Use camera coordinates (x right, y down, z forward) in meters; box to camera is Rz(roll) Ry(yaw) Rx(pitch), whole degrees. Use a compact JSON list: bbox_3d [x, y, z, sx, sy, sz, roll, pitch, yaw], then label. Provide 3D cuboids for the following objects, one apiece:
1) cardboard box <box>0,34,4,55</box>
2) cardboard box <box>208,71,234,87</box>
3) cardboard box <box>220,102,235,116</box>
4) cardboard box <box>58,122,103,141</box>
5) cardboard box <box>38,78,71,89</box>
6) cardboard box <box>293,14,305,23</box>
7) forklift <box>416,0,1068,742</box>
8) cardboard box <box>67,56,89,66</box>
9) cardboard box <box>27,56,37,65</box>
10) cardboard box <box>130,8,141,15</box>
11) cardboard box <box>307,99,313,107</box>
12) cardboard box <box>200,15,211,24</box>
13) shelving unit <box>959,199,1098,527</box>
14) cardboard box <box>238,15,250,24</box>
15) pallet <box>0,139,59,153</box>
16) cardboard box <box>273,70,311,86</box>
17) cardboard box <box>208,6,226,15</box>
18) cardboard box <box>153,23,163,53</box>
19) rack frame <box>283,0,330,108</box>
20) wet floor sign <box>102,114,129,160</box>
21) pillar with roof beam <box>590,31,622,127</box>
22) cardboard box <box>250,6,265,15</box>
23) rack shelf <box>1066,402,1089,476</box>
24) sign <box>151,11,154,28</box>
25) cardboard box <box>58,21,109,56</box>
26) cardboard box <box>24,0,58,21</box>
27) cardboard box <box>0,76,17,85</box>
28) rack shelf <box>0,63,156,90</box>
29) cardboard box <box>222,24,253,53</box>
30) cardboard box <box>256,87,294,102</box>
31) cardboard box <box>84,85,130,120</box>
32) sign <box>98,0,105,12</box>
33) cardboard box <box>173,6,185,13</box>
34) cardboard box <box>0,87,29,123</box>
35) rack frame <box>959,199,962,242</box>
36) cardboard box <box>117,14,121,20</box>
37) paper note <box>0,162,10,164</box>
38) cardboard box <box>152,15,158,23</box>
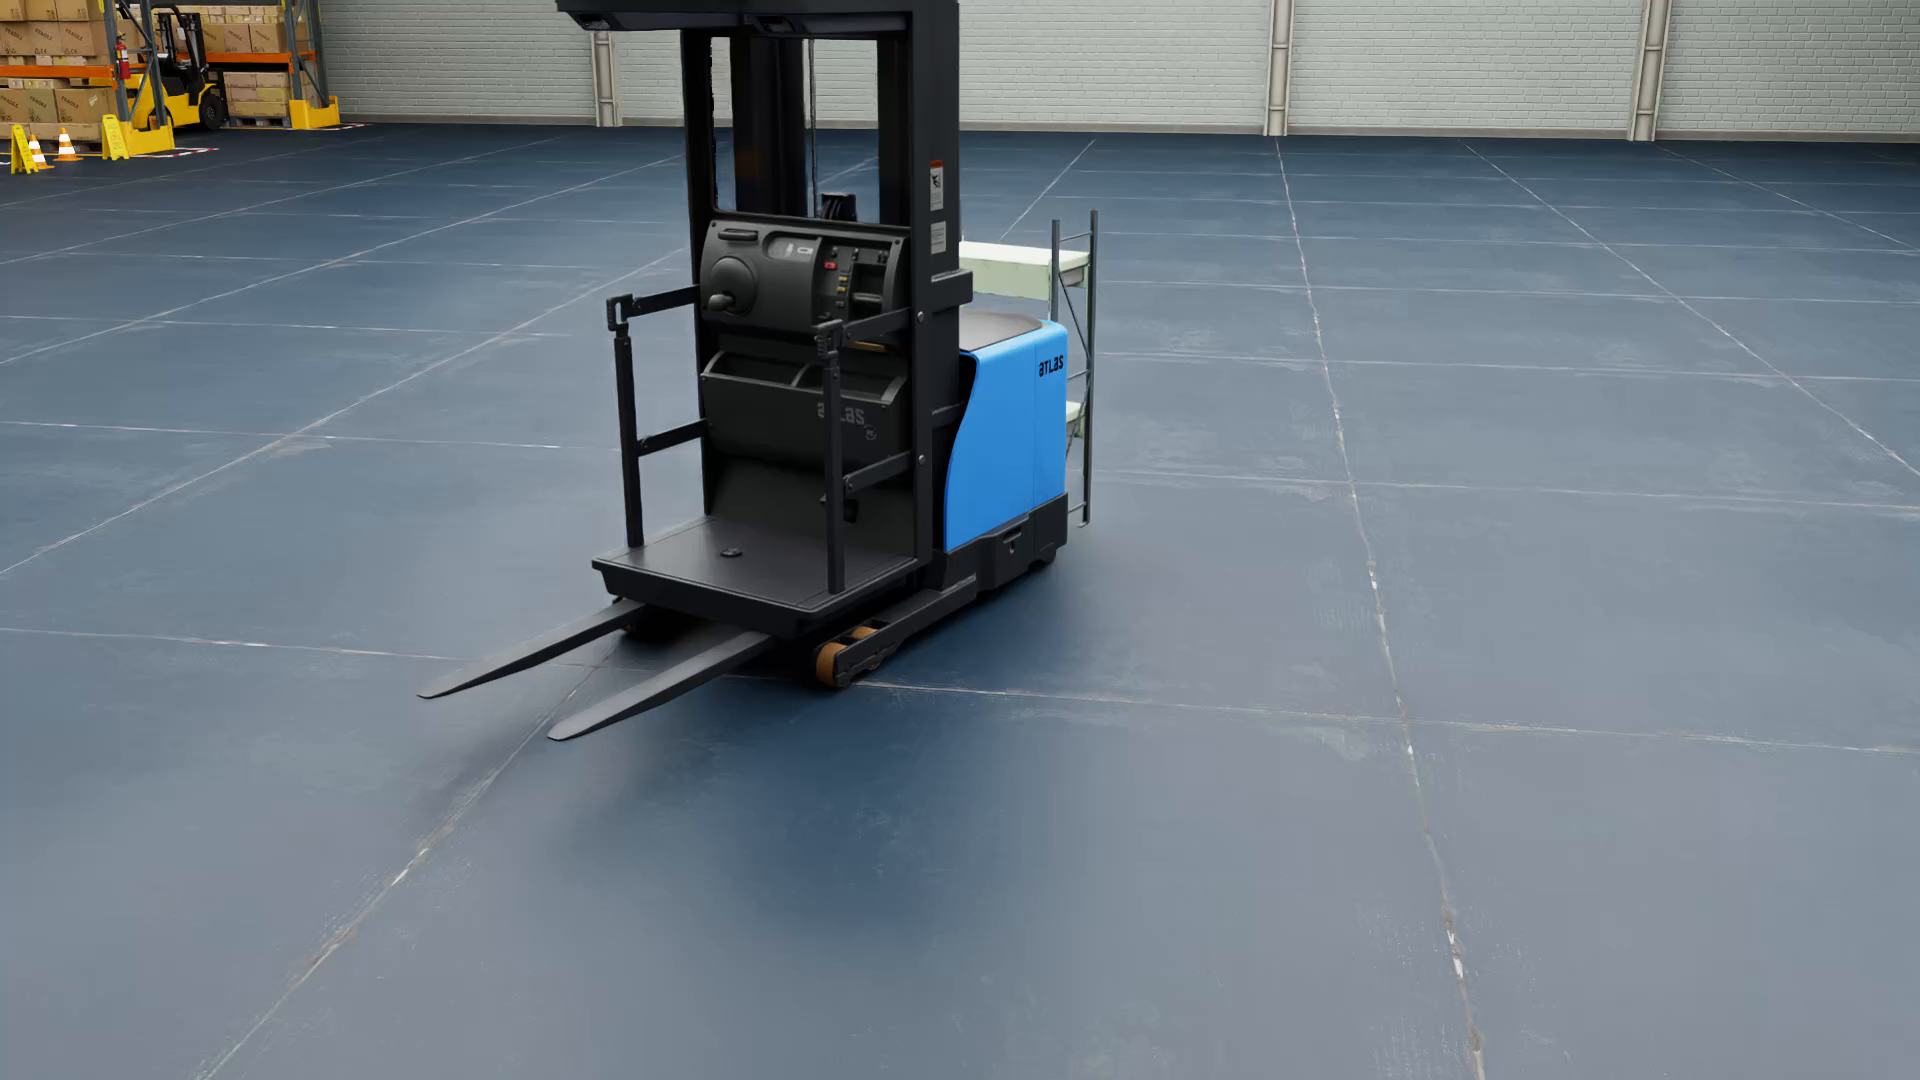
[{"bbox_3d":[-14.645,-7.651,25.315,0.500,0.500,0.500,3,19,9],"label":"cardboard box"},{"bbox_3d":[-13.306,-8.333,30.077,0.500,0.250,0.500,3,19,9],"label":"cardboard box"},{"bbox_3d":[-13.293,-7.868,30.262,0.500,0.250,0.500,3,19,9],"label":"cardboard box"},{"bbox_3d":[-13.445,-6.290,25.545,0.500,0.250,0.500,3,19,8],"label":"cardboard box"},{"bbox_3d":[-13.786,-6.951,25.319,0.250,0.149,0.380,3,19,10],"label":"cardboard box"},{"bbox_3d":[-12.091,-9.445,30.126,0.250,0.149,0.380,2,19,7],"label":"cardboard box"},{"bbox_3d":[-0.728,-1.011,6.207,1.130,2.935,3.031,11,22,31],"label":"forklift"},{"bbox_3d":[-13.252,-7.248,25.132,0.250,0.149,0.380,3,19,8],"label":"cardboard box"},{"bbox_3d":[-13.991,-7.328,25.372,0.250,0.149,0.380,3,19,9],"label":"cardboard box"},{"bbox_3d":[-14.715,-9.541,29.941,0.250,0.149,0.380,3,19,10],"label":"cardboard box"},{"bbox_3d":[-12.251,-7.973,30.577,0.500,0.250,0.500,3,19,9],"label":"cardboard box"},{"bbox_3d":[-13.454,-9.334,29.792,0.250,0.149,0.380,3,19,9],"label":"cardboard box"},{"bbox_3d":[0.204,-0.804,7.843,0.755,1.500,0.431,11,22,30],"label":"shelving unit"},{"bbox_3d":[-12.687,-9.313,29.728,0.250,0.149,0.380,3,19,10],"label":"cardboard box"},{"bbox_3d":[-14.653,-6.232,26.097,1.213,0.211,1.003,3,19,9],"label":"pallet"},{"bbox_3d":[-12.242,-8.445,30.411,0.500,0.250,0.500,3,19,8],"label":"cardboard box"},{"bbox_3d":[-13.204,-9.462,29.705,0.250,0.149,0.380,3,19,10],"label":"cardboard box"},{"bbox_3d":[-14.333,-9.091,30.087,0.500,0.500,0.500,3,19,8],"label":"cardboard box"},{"bbox_3d":[-11.797,-8.992,29.950,0.127,3.000,1.000,3,19,9],"label":"rack frame"},{"bbox_3d":[-12.563,-5.976,24.645,0.232,0.644,0.267,10,21,27],"label":"wet floor sign"},{"bbox_3d":[-7.100,-10.504,25.014,0.400,9.000,9.100,3,19,9],"label":"pillar with roof beam"},{"bbox_3d":[-12.433,-9.443,29.649,0.250,0.149,0.380,3,19,9],"label":"cardboard box"},{"bbox_3d":[0.204,-0.495,7.947,0.720,0.370,0.431,11,22,30],"label":"rack shelf"},{"bbox_3d":[-12.495,-8.017,25.673,0.005,0.325,0.100,3,19,9],"label":"sign"},{"bbox_3d":[-13.160,-7.566,25.063,0.500,0.500,0.500,3,19,8],"label":"cardboard box"},{"bbox_3d":[-13.618,-8.085,25.036,0.500,0.500,0.700,3,19,9],"label":"cardboard box"},{"bbox_3d":[-17.771,-8.368,31.165,0.625,0.625,0.875,2,19,6],"label":"cardboard box"},{"bbox_3d":[-14.555,-7.196,25.717,4.000,0.370,1.077,3,19,9],"label":"rack shelf"},{"bbox_3d":[-12.835,-9.011,29.849,0.500,0.500,0.500,4,19,10],"label":"cardboard box"},{"bbox_3d":[-12.327,-8.051,30.021,0.500,0.250,0.500,3,19,8],"label":"cardboard box"},{"bbox_3d":[-13.357,-6.816,25.936,0.500,0.500,0.500,2,19,7],"label":"cardboard box"},{"bbox_3d":[-12.689,-7.963,24.552,0.005,0.325,0.100,3,19,9],"label":"sign"},{"bbox_3d":[-13.945,-9.534,29.920,0.250,0.149,0.380,3,19,9],"label":"cardboard box"},{"bbox_3d":[-14.426,-6.699,25.587,0.500,0.500,0.500,2,19,7],"label":"cardboard box"},{"bbox_3d":[-0.106,-0.866,8.027,0.023,1.500,0.400,11,22,30],"label":"rack frame"},{"bbox_3d":[-15.217,-9.437,30.102,0.250,0.149,0.380,3,19,10],"label":"cardboard box"},{"bbox_3d":[-13.830,-5.453,24.052,0.142,0.019,0.148,-3,19,-10],"label":"paper note"},{"bbox_3d":[-14.465,-9.384,29.941,0.250,0.149,0.380,3,19,8],"label":"cardboard box"}]
